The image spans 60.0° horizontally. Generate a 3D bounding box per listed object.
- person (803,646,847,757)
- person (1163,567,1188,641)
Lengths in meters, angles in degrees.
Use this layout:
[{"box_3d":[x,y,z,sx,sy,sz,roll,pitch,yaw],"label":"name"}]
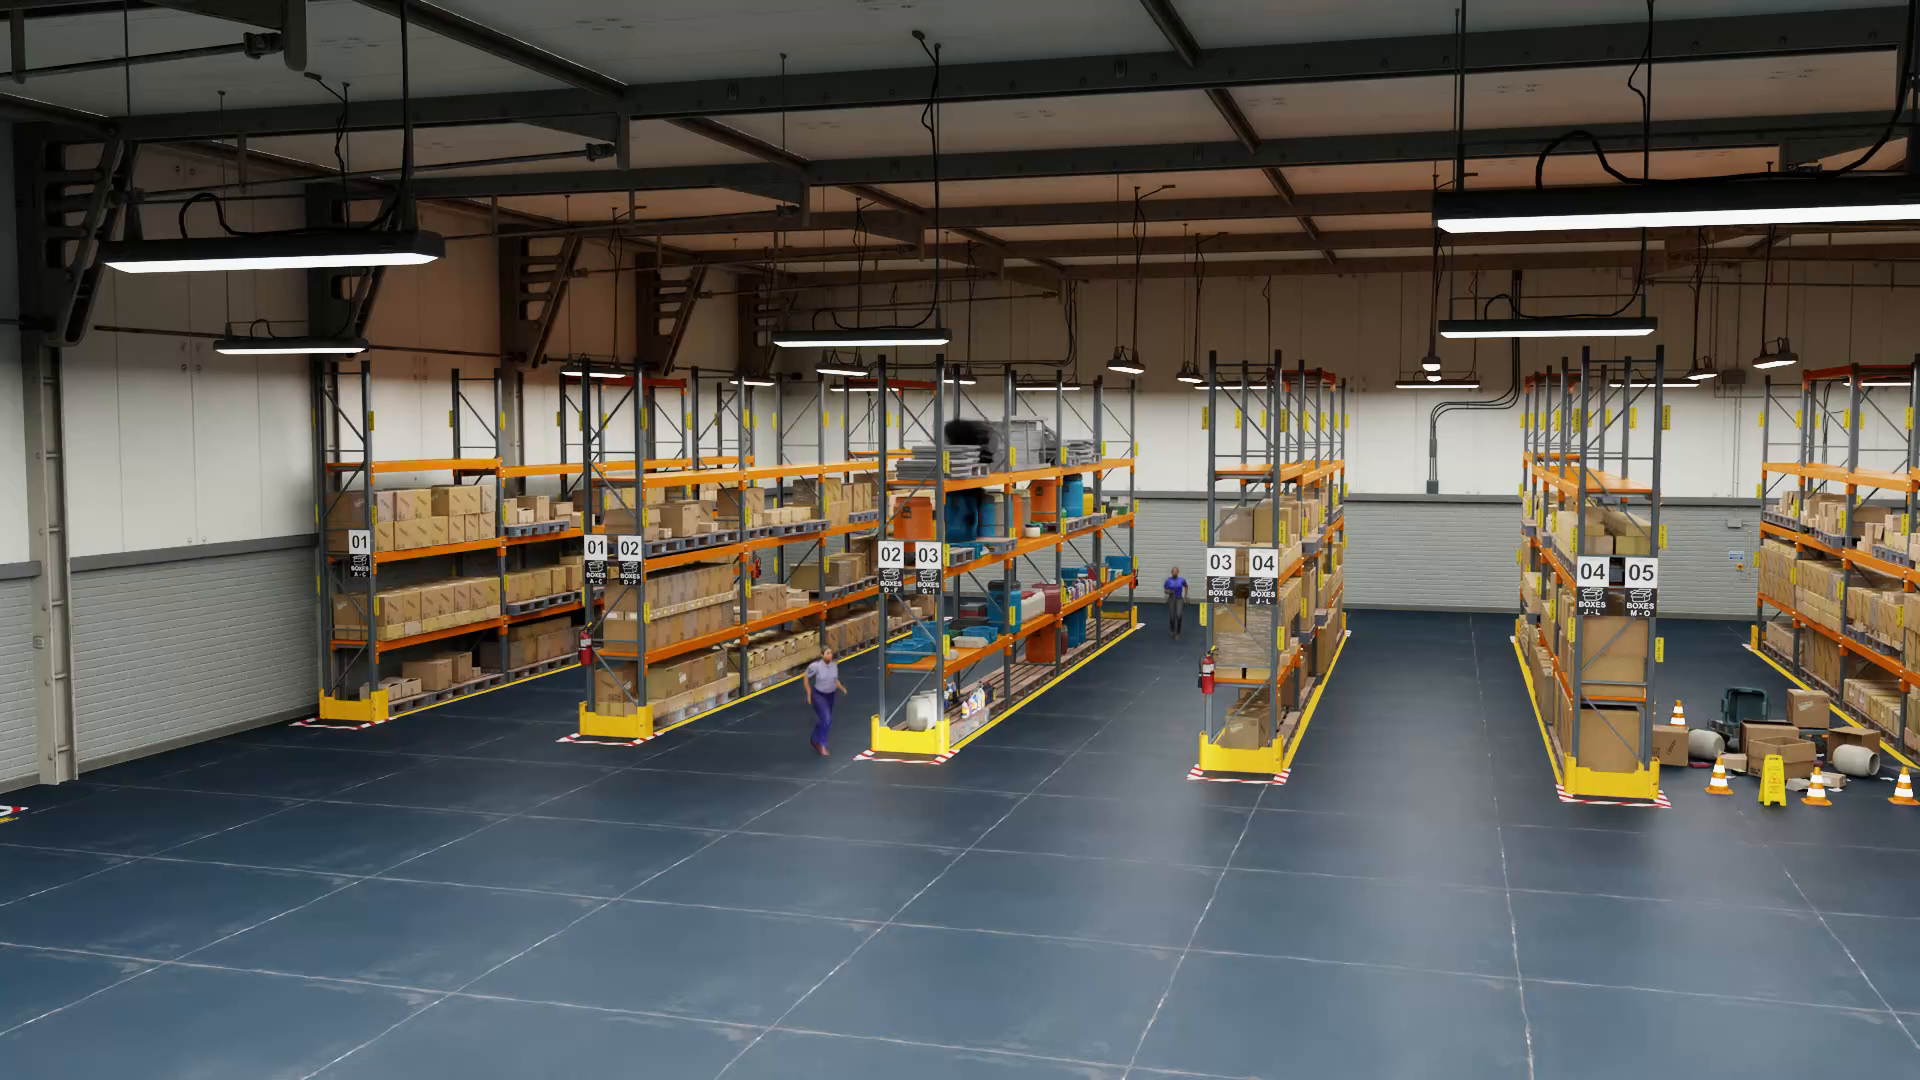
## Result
[{"box_3d":[-2.044,2.428,24.994,0.815,1.668,0.509,4,6,44],"label":"person"},{"box_3d":[4.932,1.462,38.072,0.546,1.711,0.831,1,4,10],"label":"person"}]
